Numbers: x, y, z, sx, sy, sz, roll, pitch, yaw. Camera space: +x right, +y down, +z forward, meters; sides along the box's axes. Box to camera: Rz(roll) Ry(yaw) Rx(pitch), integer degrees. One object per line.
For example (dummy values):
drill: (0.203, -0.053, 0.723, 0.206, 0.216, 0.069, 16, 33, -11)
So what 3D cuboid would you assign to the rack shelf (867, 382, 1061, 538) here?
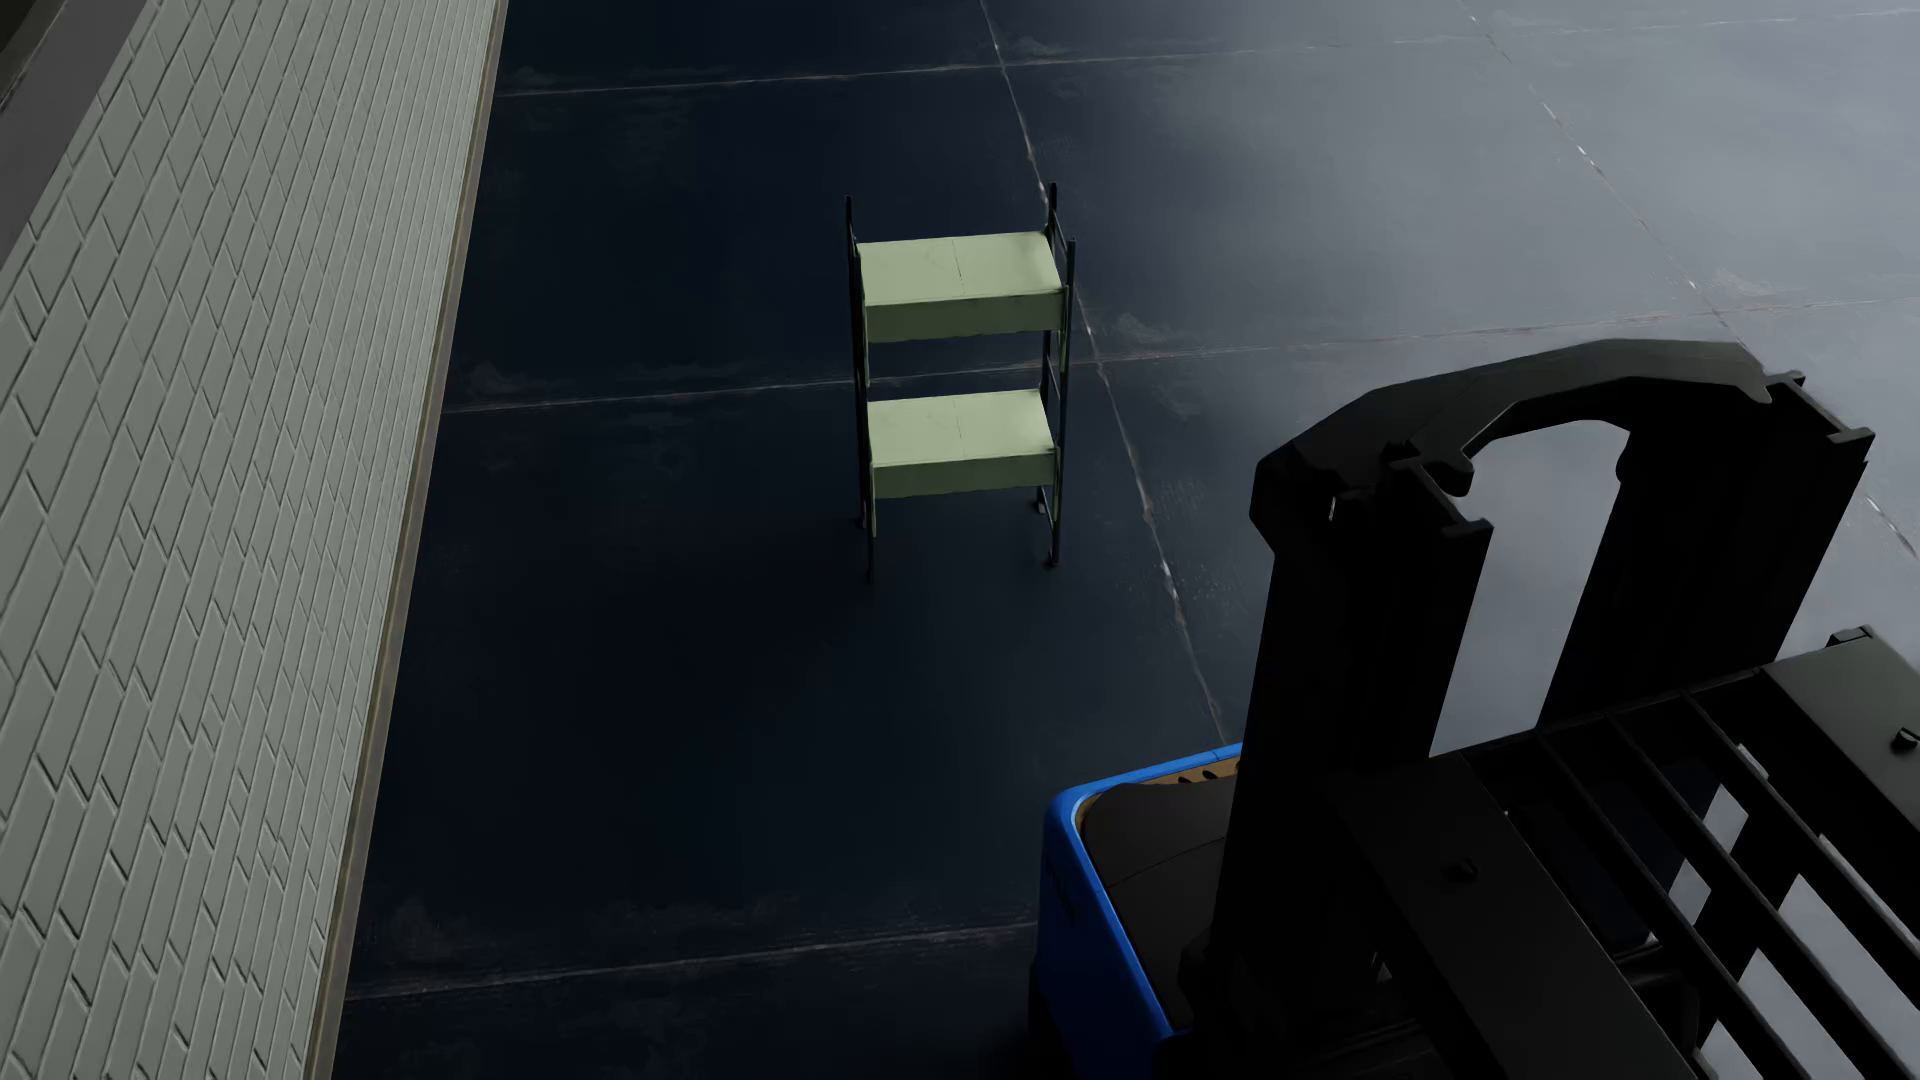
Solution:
rack shelf: (-0.007, -0.314, 6.465, 0.720, 0.370, 0.431, -5, 42, -6)

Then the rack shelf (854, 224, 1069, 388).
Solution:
rack shelf: (-0.007, -0.846, 5.986, 0.720, 0.370, 0.431, -5, 42, -6)

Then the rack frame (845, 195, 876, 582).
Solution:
rack frame: (-0.370, -0.525, 6.212, 0.023, 1.500, 0.400, -5, 42, -6)

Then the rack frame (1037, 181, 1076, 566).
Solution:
rack frame: (0.356, -0.588, 6.282, 0.023, 1.500, 0.400, -5, 42, -6)

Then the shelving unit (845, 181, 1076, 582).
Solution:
shelving unit: (-0.007, -0.556, 6.247, 0.755, 1.500, 0.431, -5, 42, -6)

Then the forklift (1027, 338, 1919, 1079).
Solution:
forklift: (1.156, 1.217, 3.213, 1.130, 2.935, 3.031, -13, 44, -14)
